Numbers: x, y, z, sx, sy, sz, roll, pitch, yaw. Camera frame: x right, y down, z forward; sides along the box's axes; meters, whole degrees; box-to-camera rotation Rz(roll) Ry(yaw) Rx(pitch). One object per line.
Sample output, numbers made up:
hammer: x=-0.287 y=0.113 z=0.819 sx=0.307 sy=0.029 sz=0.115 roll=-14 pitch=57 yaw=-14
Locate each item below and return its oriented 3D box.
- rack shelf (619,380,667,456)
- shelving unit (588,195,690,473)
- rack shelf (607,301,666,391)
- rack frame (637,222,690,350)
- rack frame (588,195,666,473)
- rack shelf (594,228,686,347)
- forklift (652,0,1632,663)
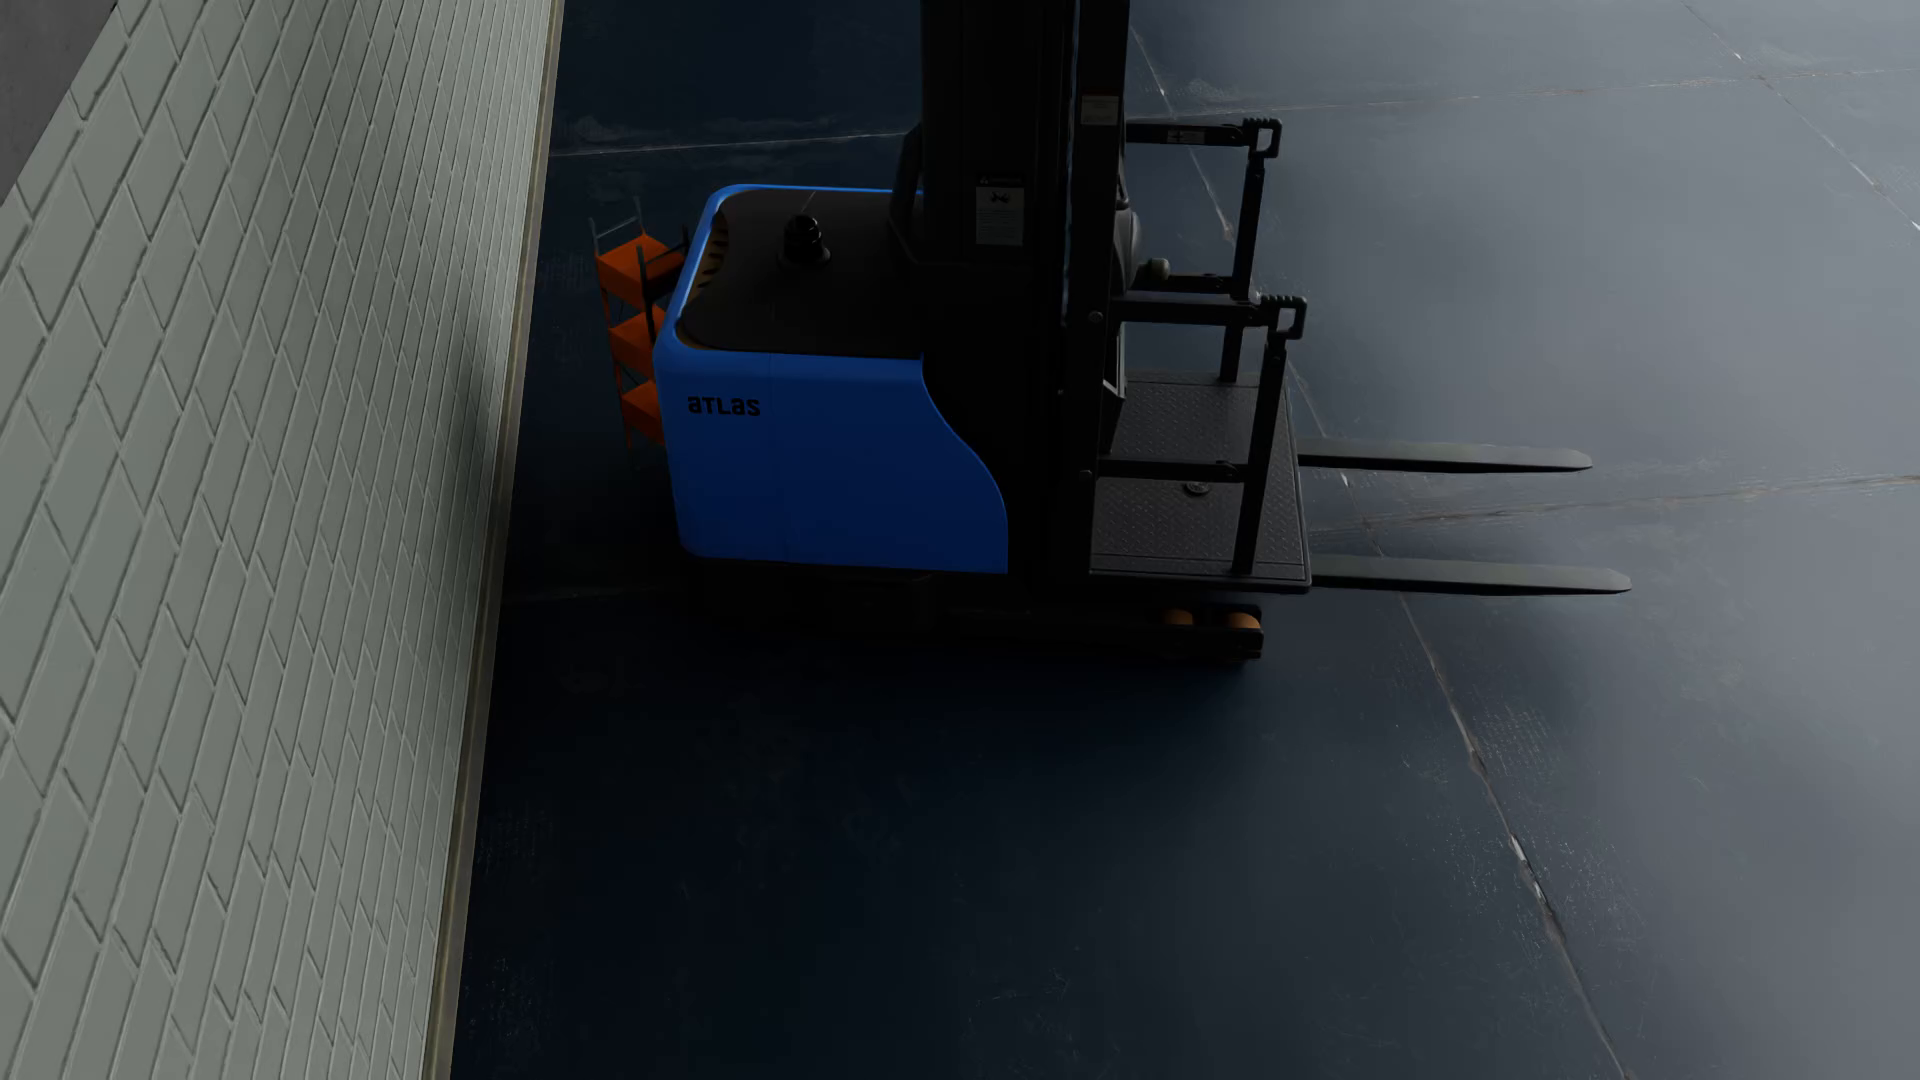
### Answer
rack shelf: x=-1.028 y=-0.414 z=5.856 sx=0.240 sy=0.259 sz=0.215 roll=32 pitch=51 yaw=31
shelving unit: x=-1.029 y=-0.629 z=5.663 sx=0.252 sy=1.050 sz=0.215 roll=32 pitch=51 yaw=31
rack shelf: x=-1.029 y=-0.621 z=5.670 sx=0.240 sy=0.259 sz=0.215 roll=32 pitch=51 yaw=31
rack frame: x=-0.940 y=-0.574 z=5.601 sx=0.008 sy=1.050 sz=0.200 roll=32 pitch=51 yaw=31
rack frame: x=-1.118 y=-0.684 z=5.725 sx=0.008 sy=1.050 sz=0.200 roll=32 pitch=51 yaw=31
rack shelf: x=-1.030 y=-0.832 z=5.480 sx=0.240 sy=0.259 sz=0.215 roll=32 pitch=51 yaw=31
forklift: x=0.638 y=-1.068 z=4.746 sx=3.031 sy=2.935 sz=1.130 roll=3 pitch=42 yaw=3
